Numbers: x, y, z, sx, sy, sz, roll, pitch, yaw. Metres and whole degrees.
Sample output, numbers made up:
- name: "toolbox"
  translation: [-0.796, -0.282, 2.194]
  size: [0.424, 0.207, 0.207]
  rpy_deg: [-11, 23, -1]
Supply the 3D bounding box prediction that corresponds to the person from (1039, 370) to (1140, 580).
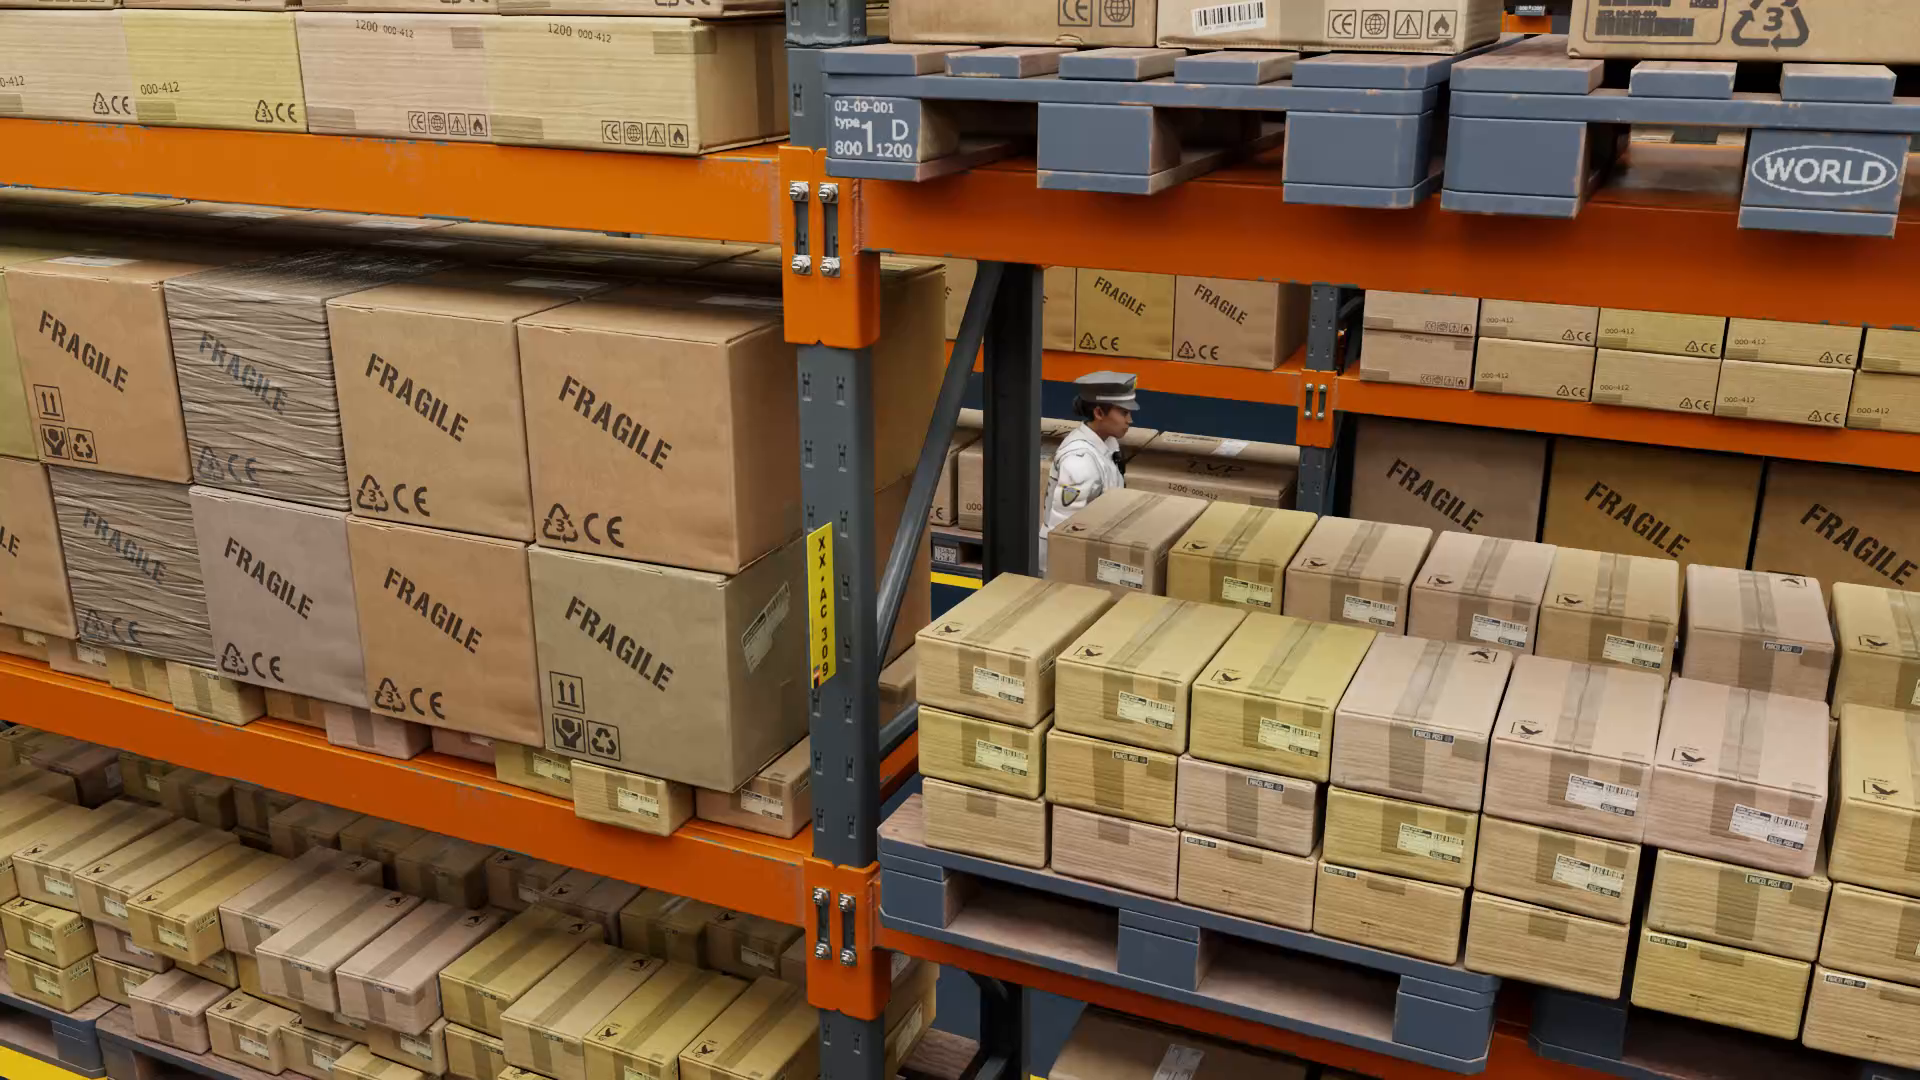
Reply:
- name: "person"
  translation: [0.510, 0.135, 6.672]
  size: [0.377, 1.663, 0.532]
  rpy_deg: [8, 21, 22]
